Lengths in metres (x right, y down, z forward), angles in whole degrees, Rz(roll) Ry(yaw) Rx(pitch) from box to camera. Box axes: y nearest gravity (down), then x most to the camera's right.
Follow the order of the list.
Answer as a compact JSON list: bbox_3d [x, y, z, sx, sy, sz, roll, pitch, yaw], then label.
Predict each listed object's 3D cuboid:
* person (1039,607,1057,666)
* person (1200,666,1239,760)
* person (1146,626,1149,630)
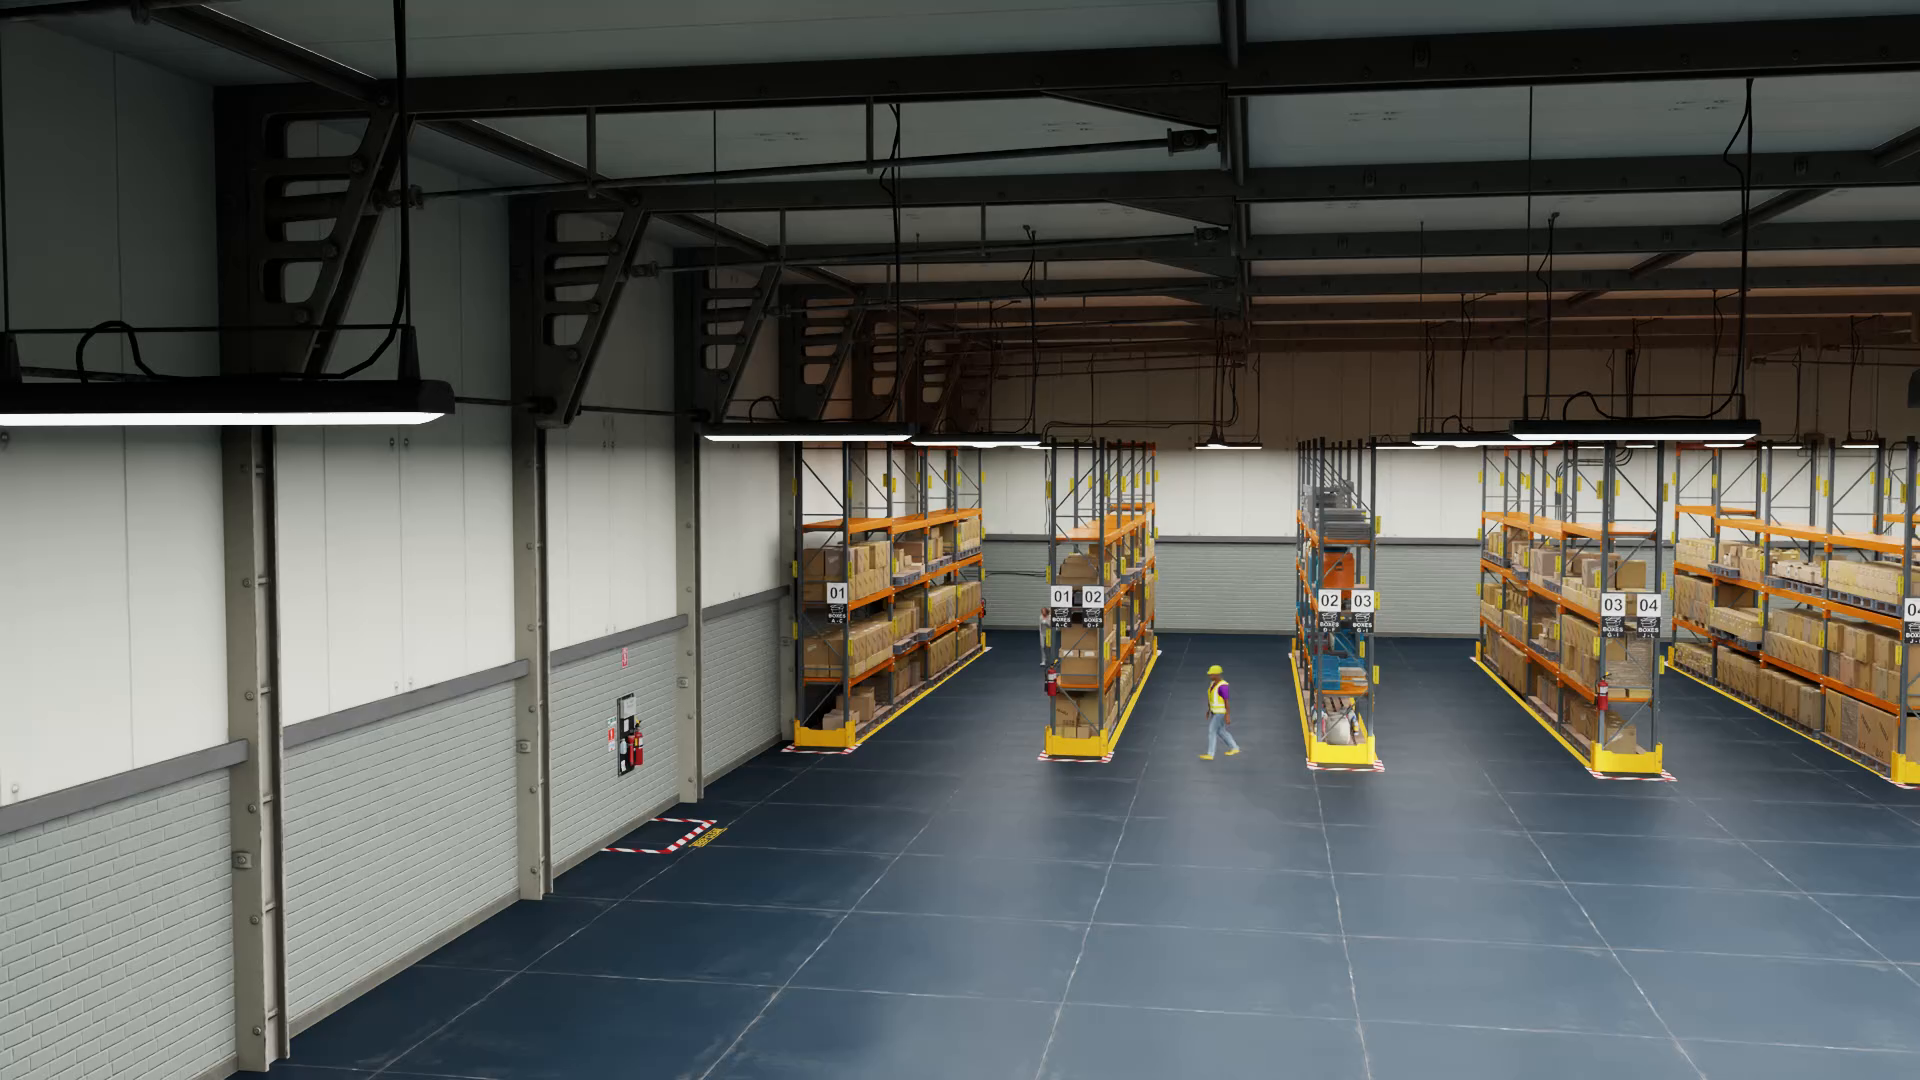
[{"bbox_3d":[2.359,2.574,44.770,0.442,1.545,0.843,1,3,19],"label":"person"},{"bbox_3d":[4.839,3.214,31.075,0.863,1.745,0.616,-1,3,-10],"label":"person"},{"bbox_3d":[5.237,2.384,48.313,1.001,1.558,0.441,1,3,26],"label":"person"}]
